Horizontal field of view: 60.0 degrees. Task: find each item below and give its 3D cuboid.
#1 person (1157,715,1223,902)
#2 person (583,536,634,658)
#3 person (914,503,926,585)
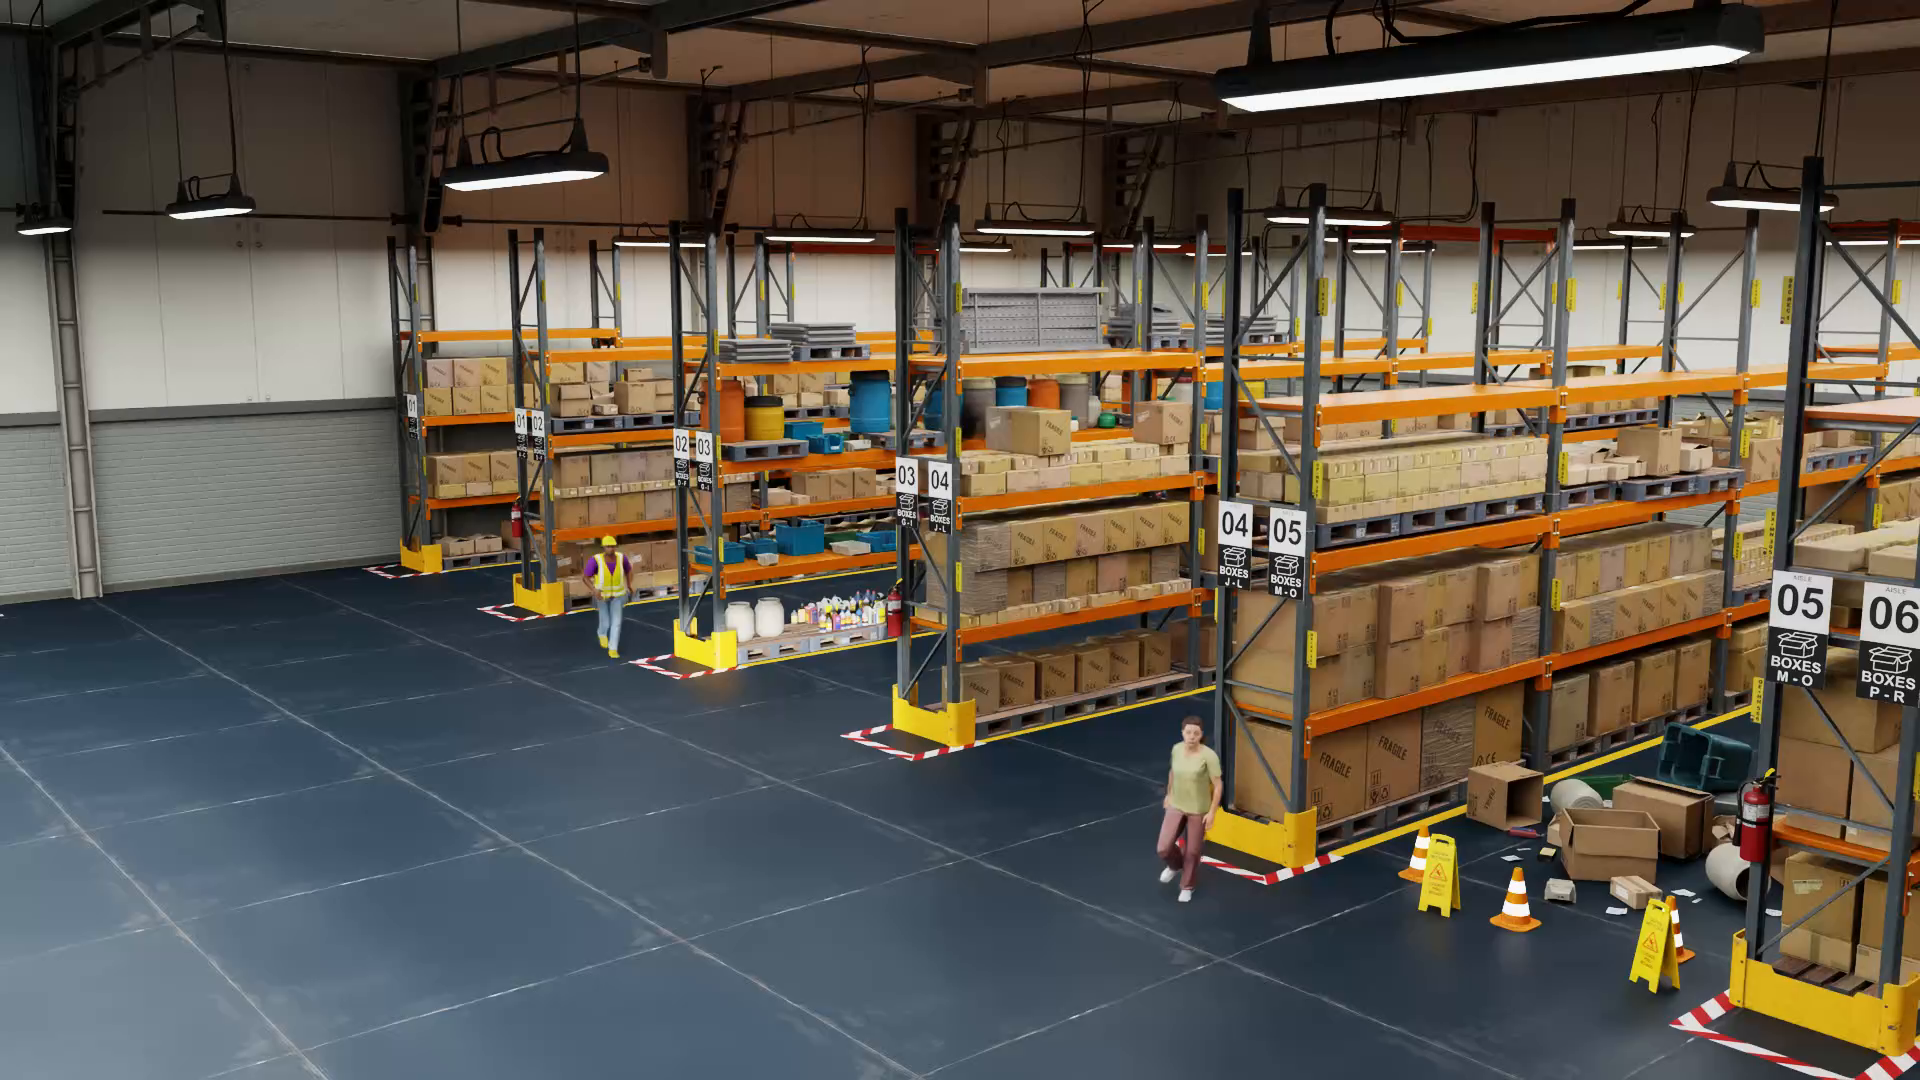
[{"bbox_3d":[1.931,2.243,13.902,0.577,1.646,0.520,4,10,24],"label":"person"},{"bbox_3d":[-4.927,0.763,23.264,0.703,1.711,0.746,-3,9,-21],"label":"person"},{"bbox_3d":[-0.701,-0.047,27.072,0.552,1.577,0.547,-8,12,-43],"label":"person"}]
